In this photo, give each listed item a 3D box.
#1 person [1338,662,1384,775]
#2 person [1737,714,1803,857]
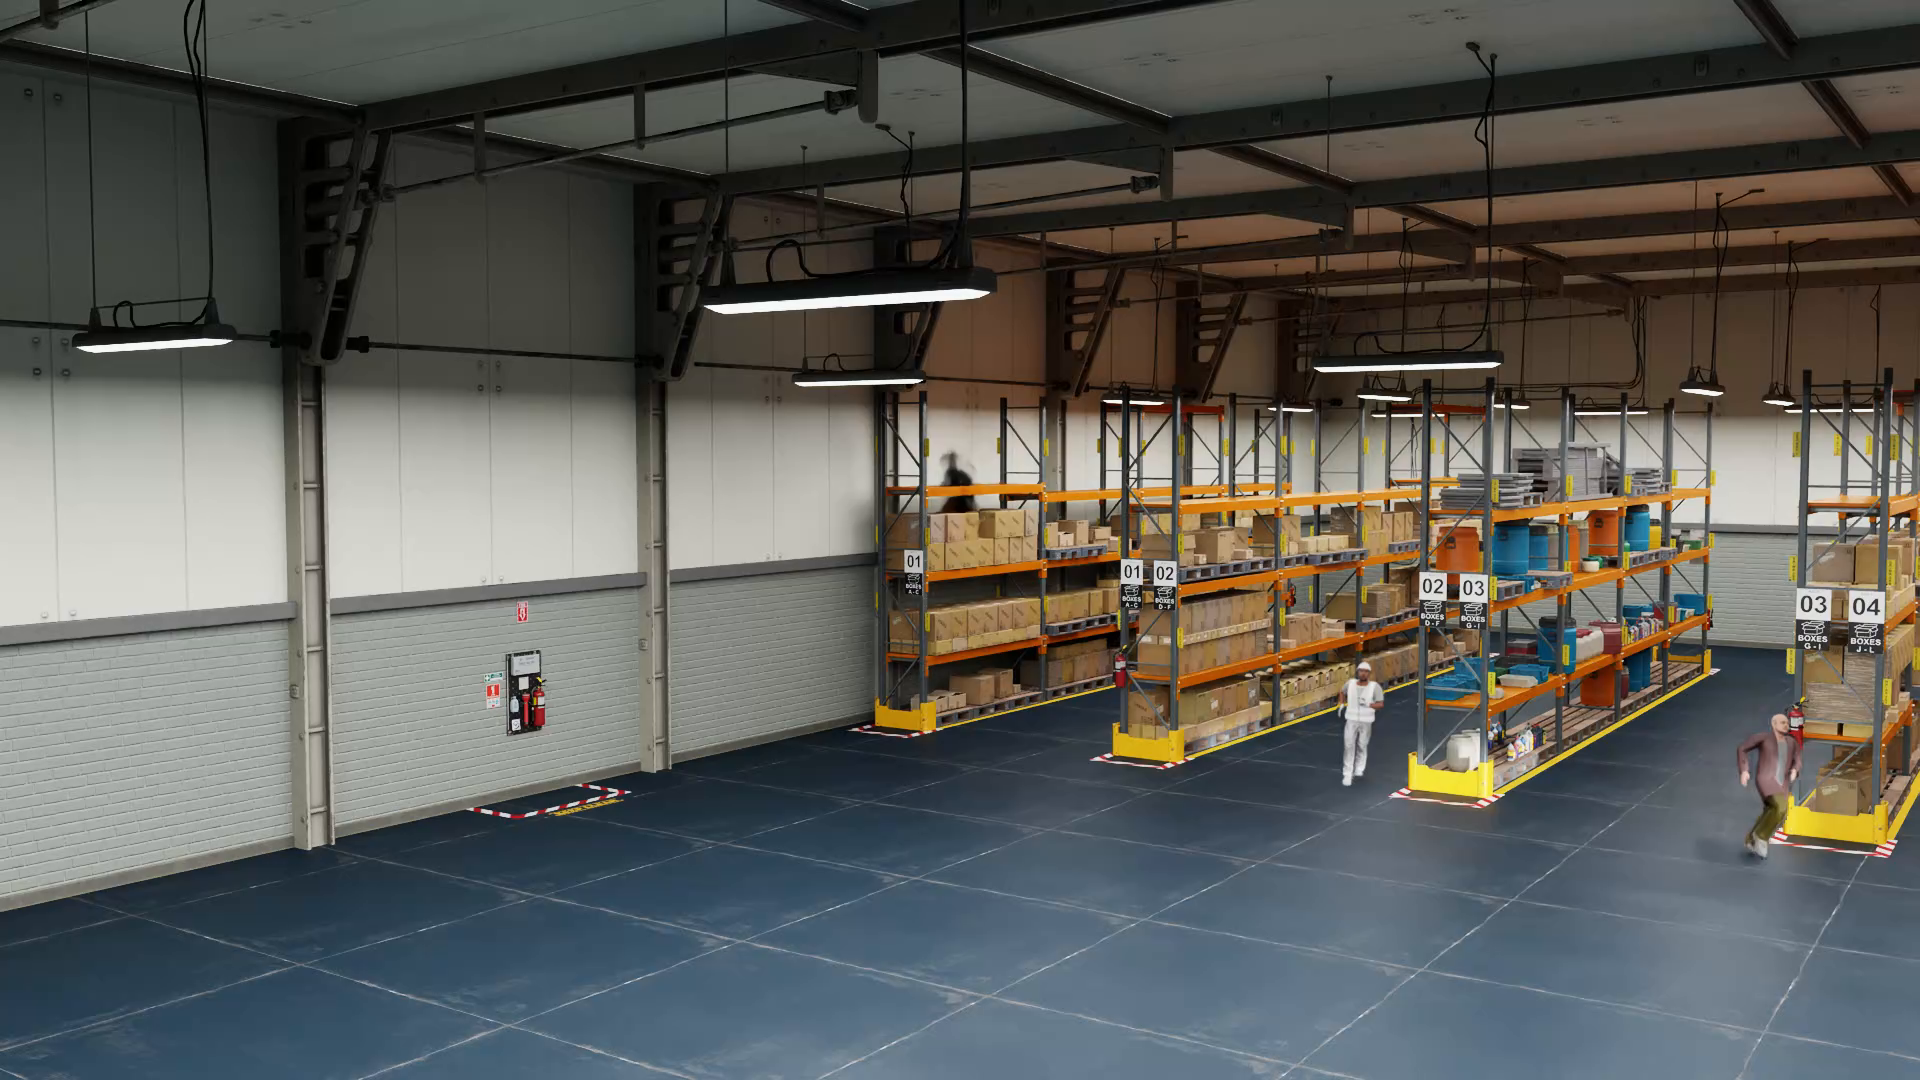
[{"bbox_3d":[5.981,2.649,24.827,0.667,1.666,0.723,1,3,16],"label":"person"},{"bbox_3d":[9.978,2.994,20.343,0.691,1.712,0.677,-1,3,-10],"label":"person"}]
